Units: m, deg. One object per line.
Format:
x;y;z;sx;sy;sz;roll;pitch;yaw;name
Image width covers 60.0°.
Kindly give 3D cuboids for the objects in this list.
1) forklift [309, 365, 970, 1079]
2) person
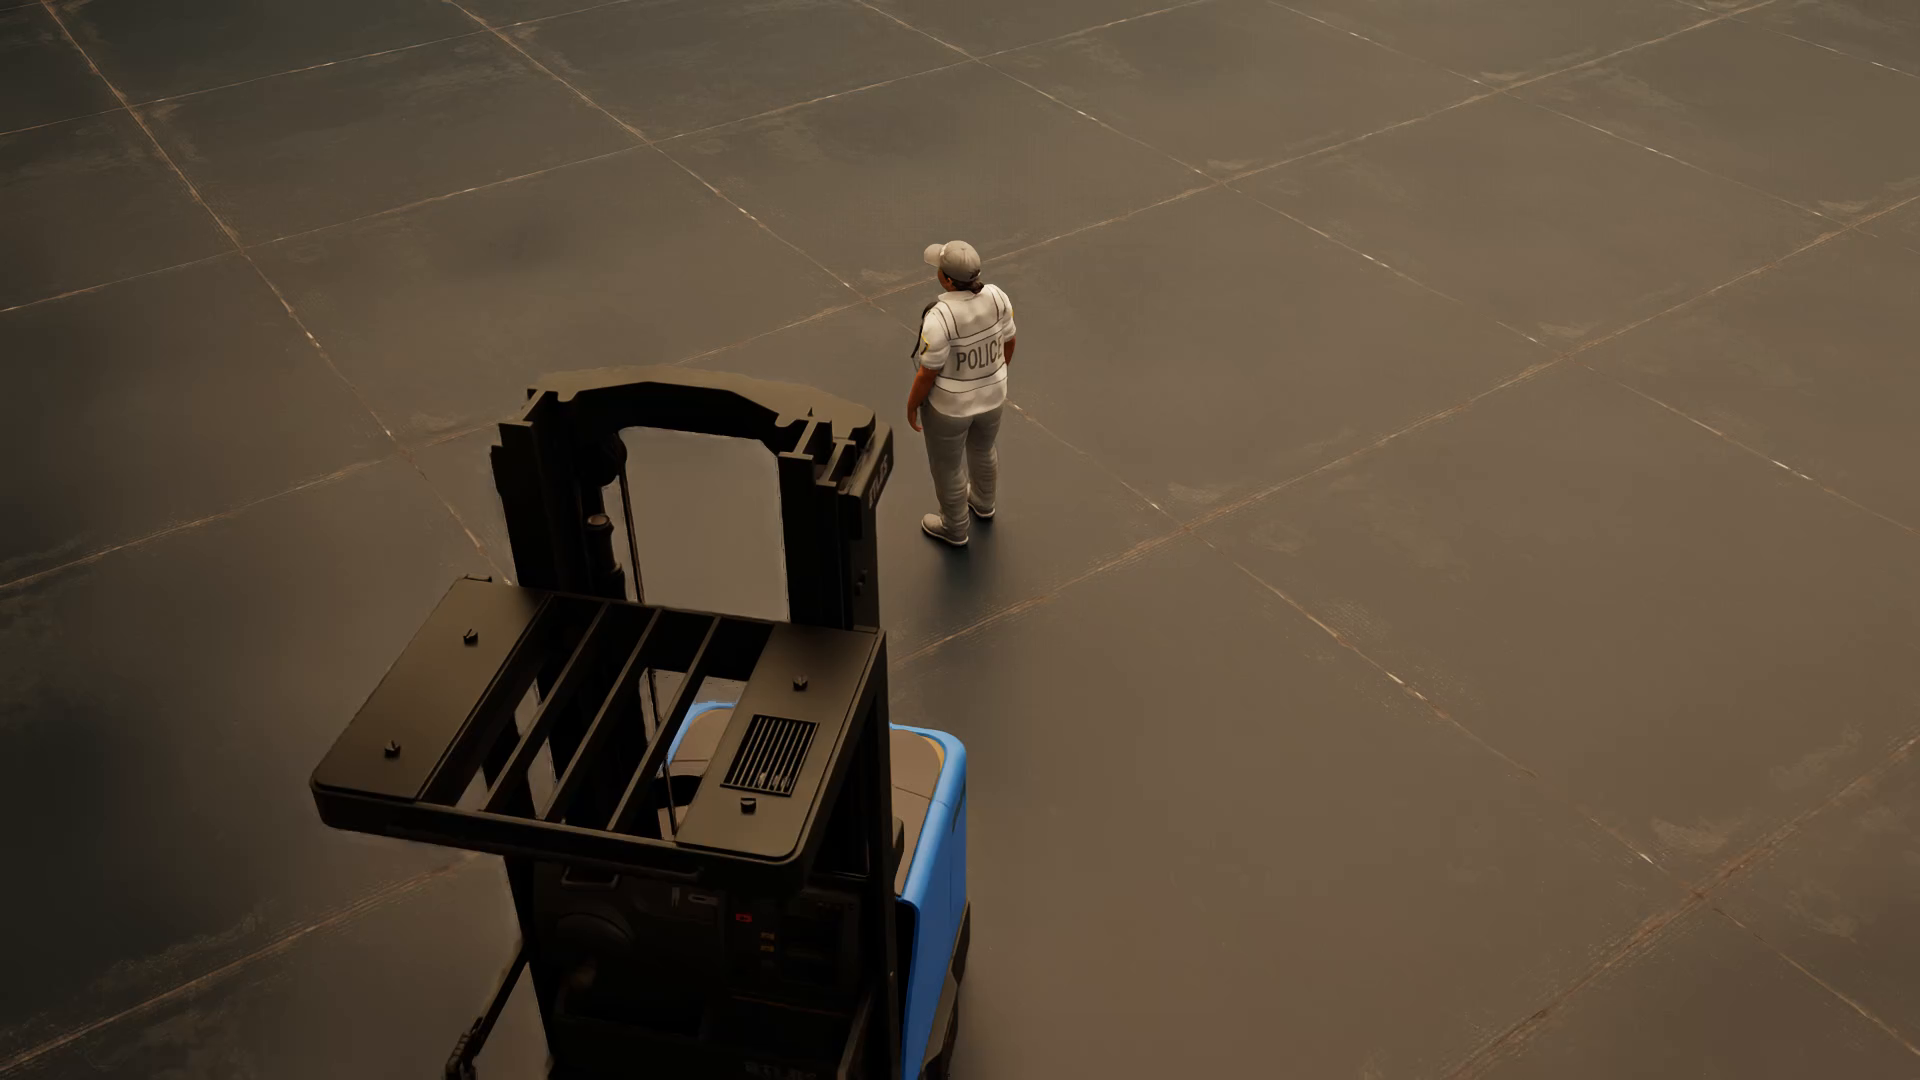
-0.767;1.148;4.392;1.130;2.935;3.031;7;37;9;forklift
-0.026;-0.722;7.970;0.598;1.670;0.529;-23;42;-28;person
